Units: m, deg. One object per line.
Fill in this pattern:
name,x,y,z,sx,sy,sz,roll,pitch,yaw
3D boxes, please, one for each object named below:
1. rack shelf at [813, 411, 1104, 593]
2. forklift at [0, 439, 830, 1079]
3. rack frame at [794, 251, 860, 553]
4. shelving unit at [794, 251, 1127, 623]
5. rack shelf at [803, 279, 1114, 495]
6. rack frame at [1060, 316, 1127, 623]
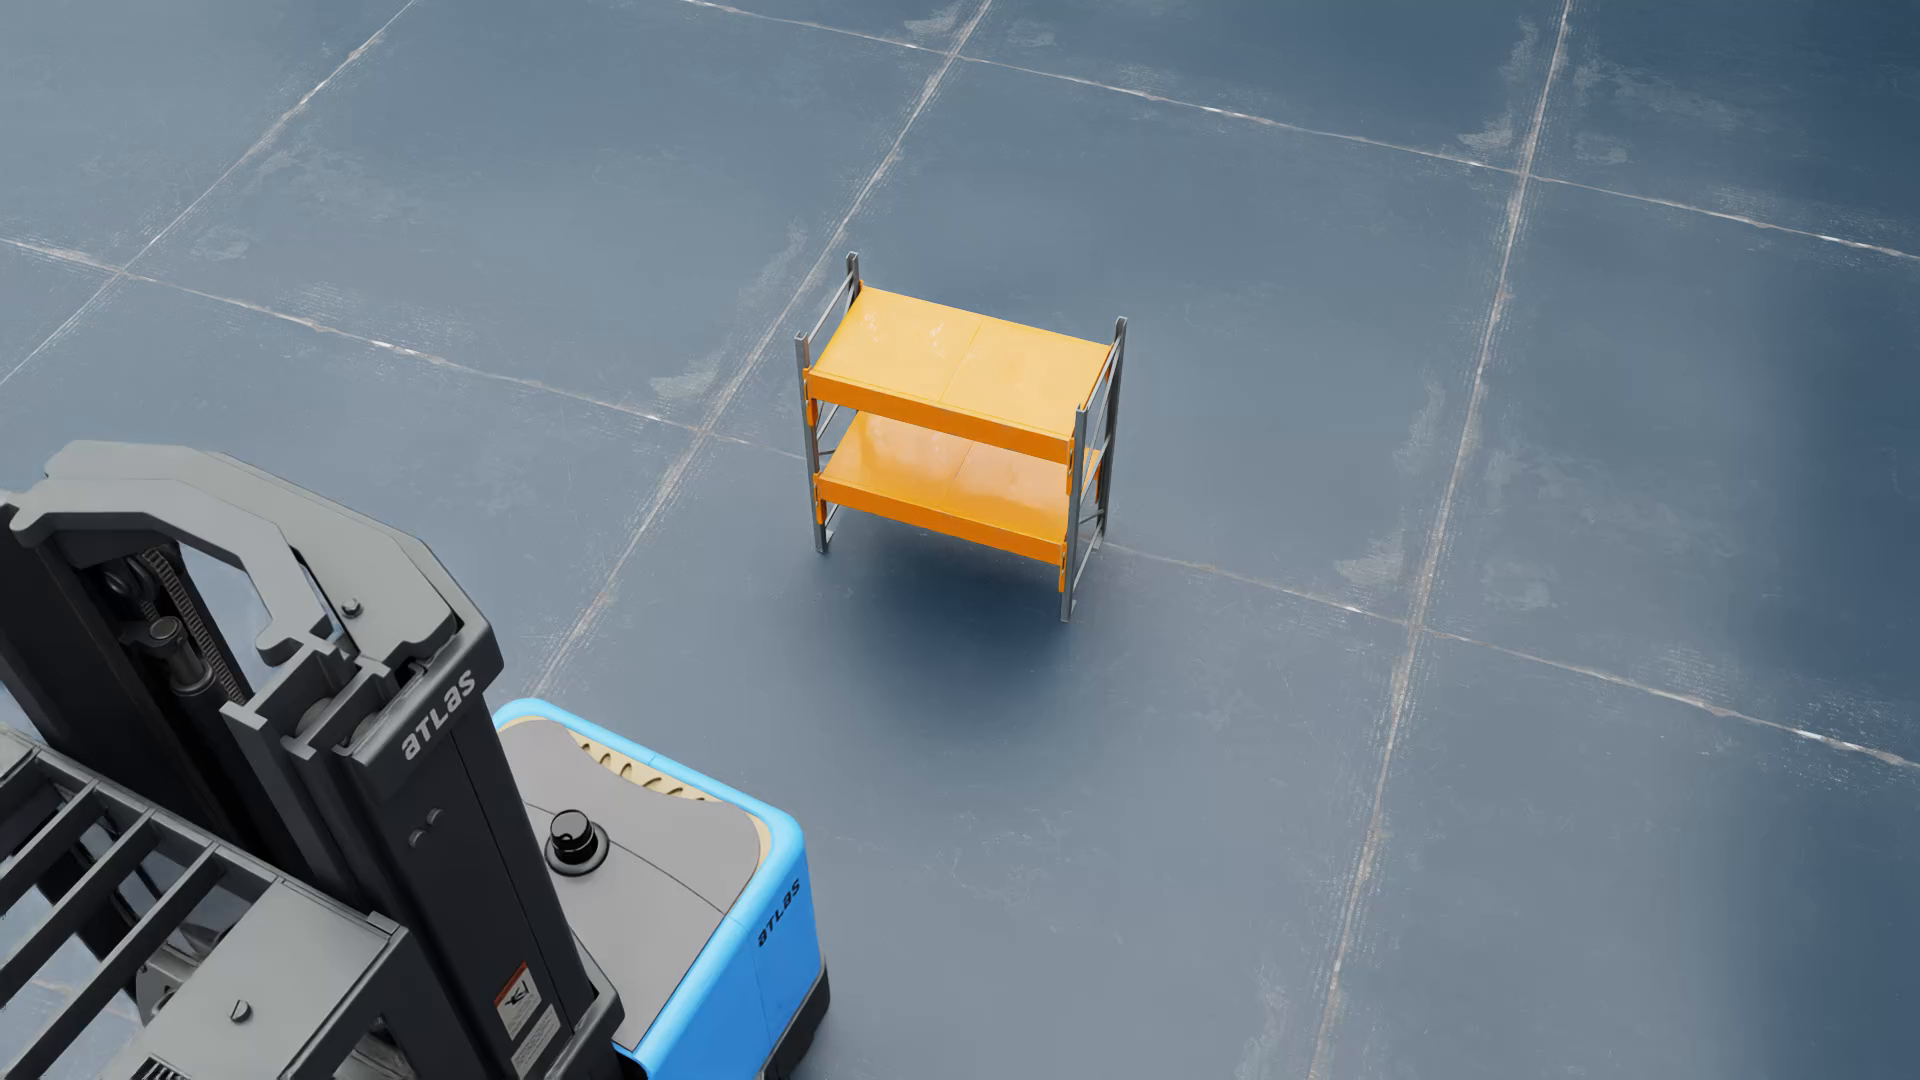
rack shelf,0.006,-0.206,6.375,1.000,0.278,0.538,16,51,13
forklift,-1.536,1.337,3.518,1.130,2.935,3.031,21,52,18
rack frame,-0.471,-0.500,6.305,0.032,1.125,0.500,16,51,13
shelving unit,0.006,-0.367,6.190,1.048,1.125,0.538,16,51,13
rack shelf,0.006,-0.558,5.969,1.000,0.278,0.538,16,51,13
rack frame,0.483,-0.234,6.075,0.032,1.125,0.500,16,51,13
